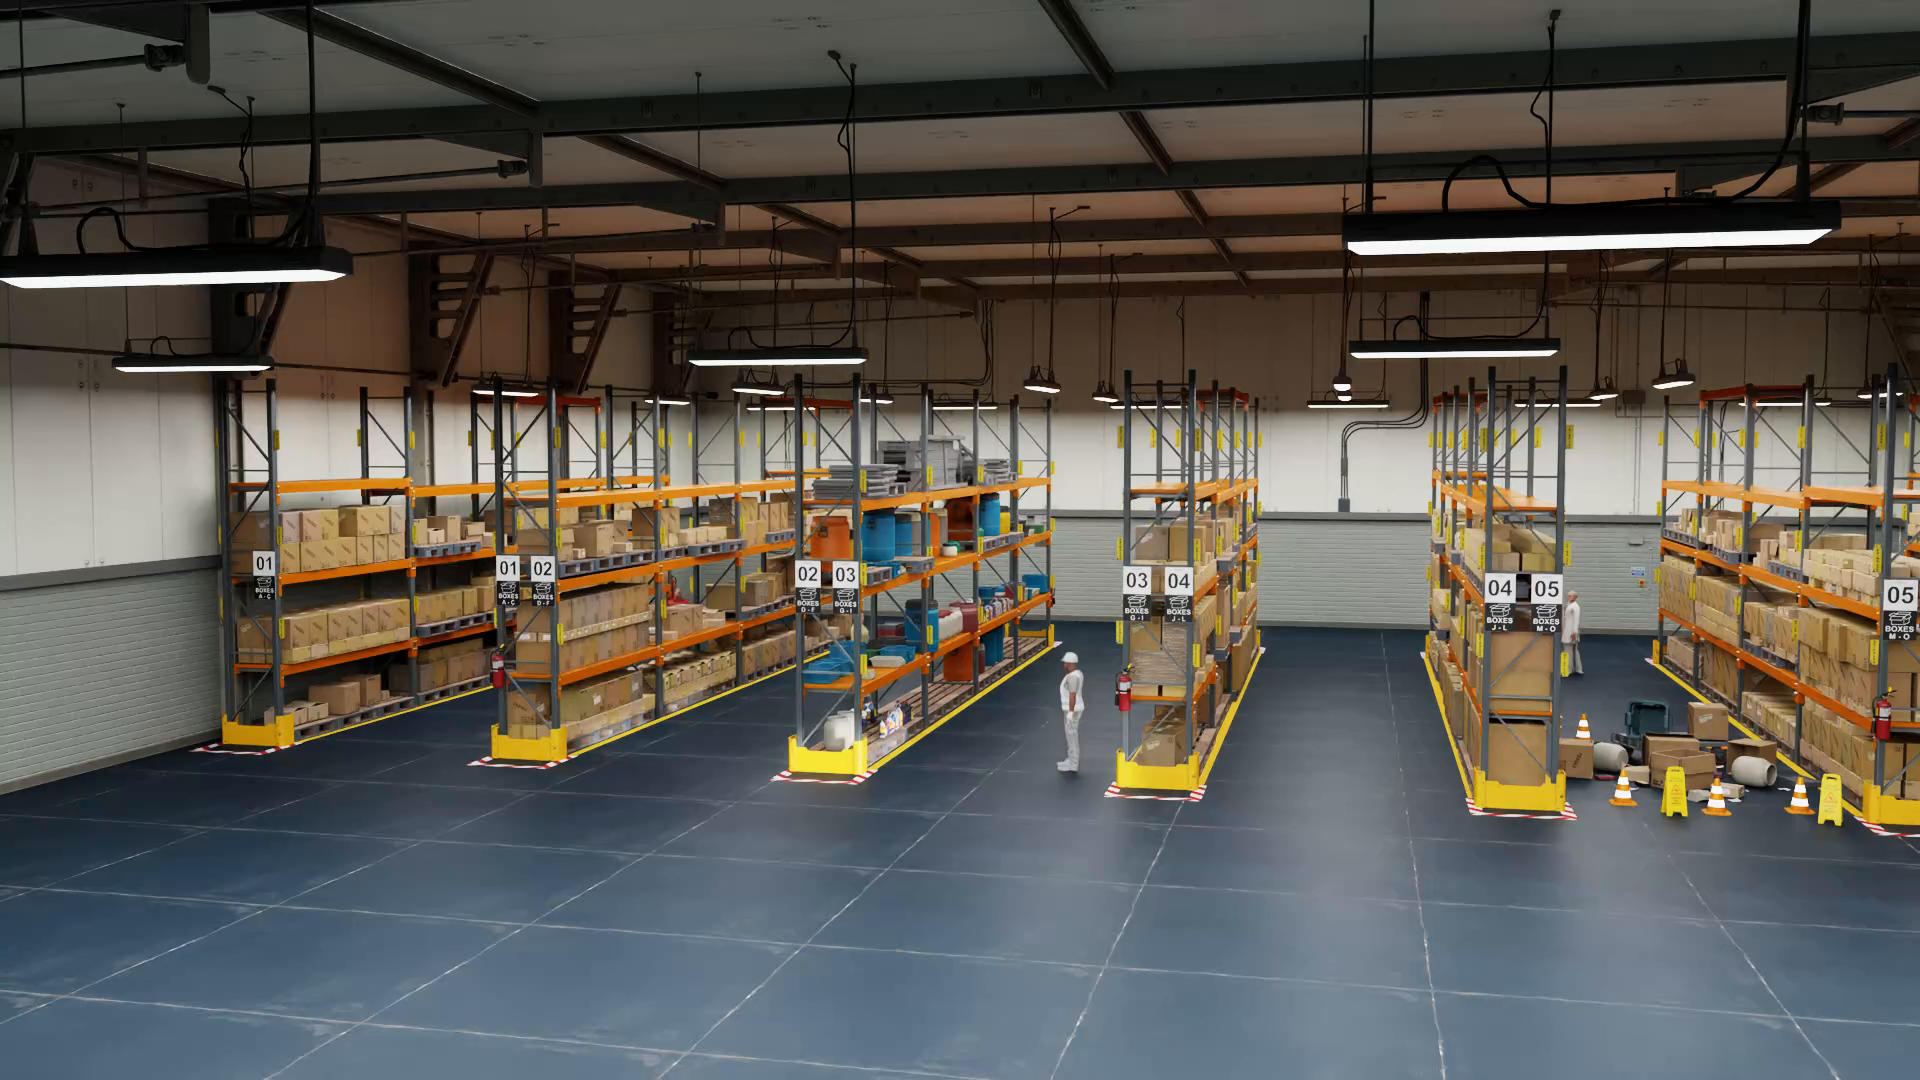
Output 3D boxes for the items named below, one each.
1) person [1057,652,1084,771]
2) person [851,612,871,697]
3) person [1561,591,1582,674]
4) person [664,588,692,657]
[{"bbox_3d":[1.673,2.587,25.229,0.433,1.787,0.643,1,3,10],"label":"person"},{"bbox_3d":[-1.933,2.230,32.412,0.424,1.705,0.476,3,4,40],"label":"person"},{"bbox_3d":[13.098,1.977,35.694,0.524,1.778,0.591,2,4,30],"label":"person"},{"bbox_3d":[-6.310,1.907,37.209,0.710,1.661,1.058,1,4,18],"label":"person"}]
